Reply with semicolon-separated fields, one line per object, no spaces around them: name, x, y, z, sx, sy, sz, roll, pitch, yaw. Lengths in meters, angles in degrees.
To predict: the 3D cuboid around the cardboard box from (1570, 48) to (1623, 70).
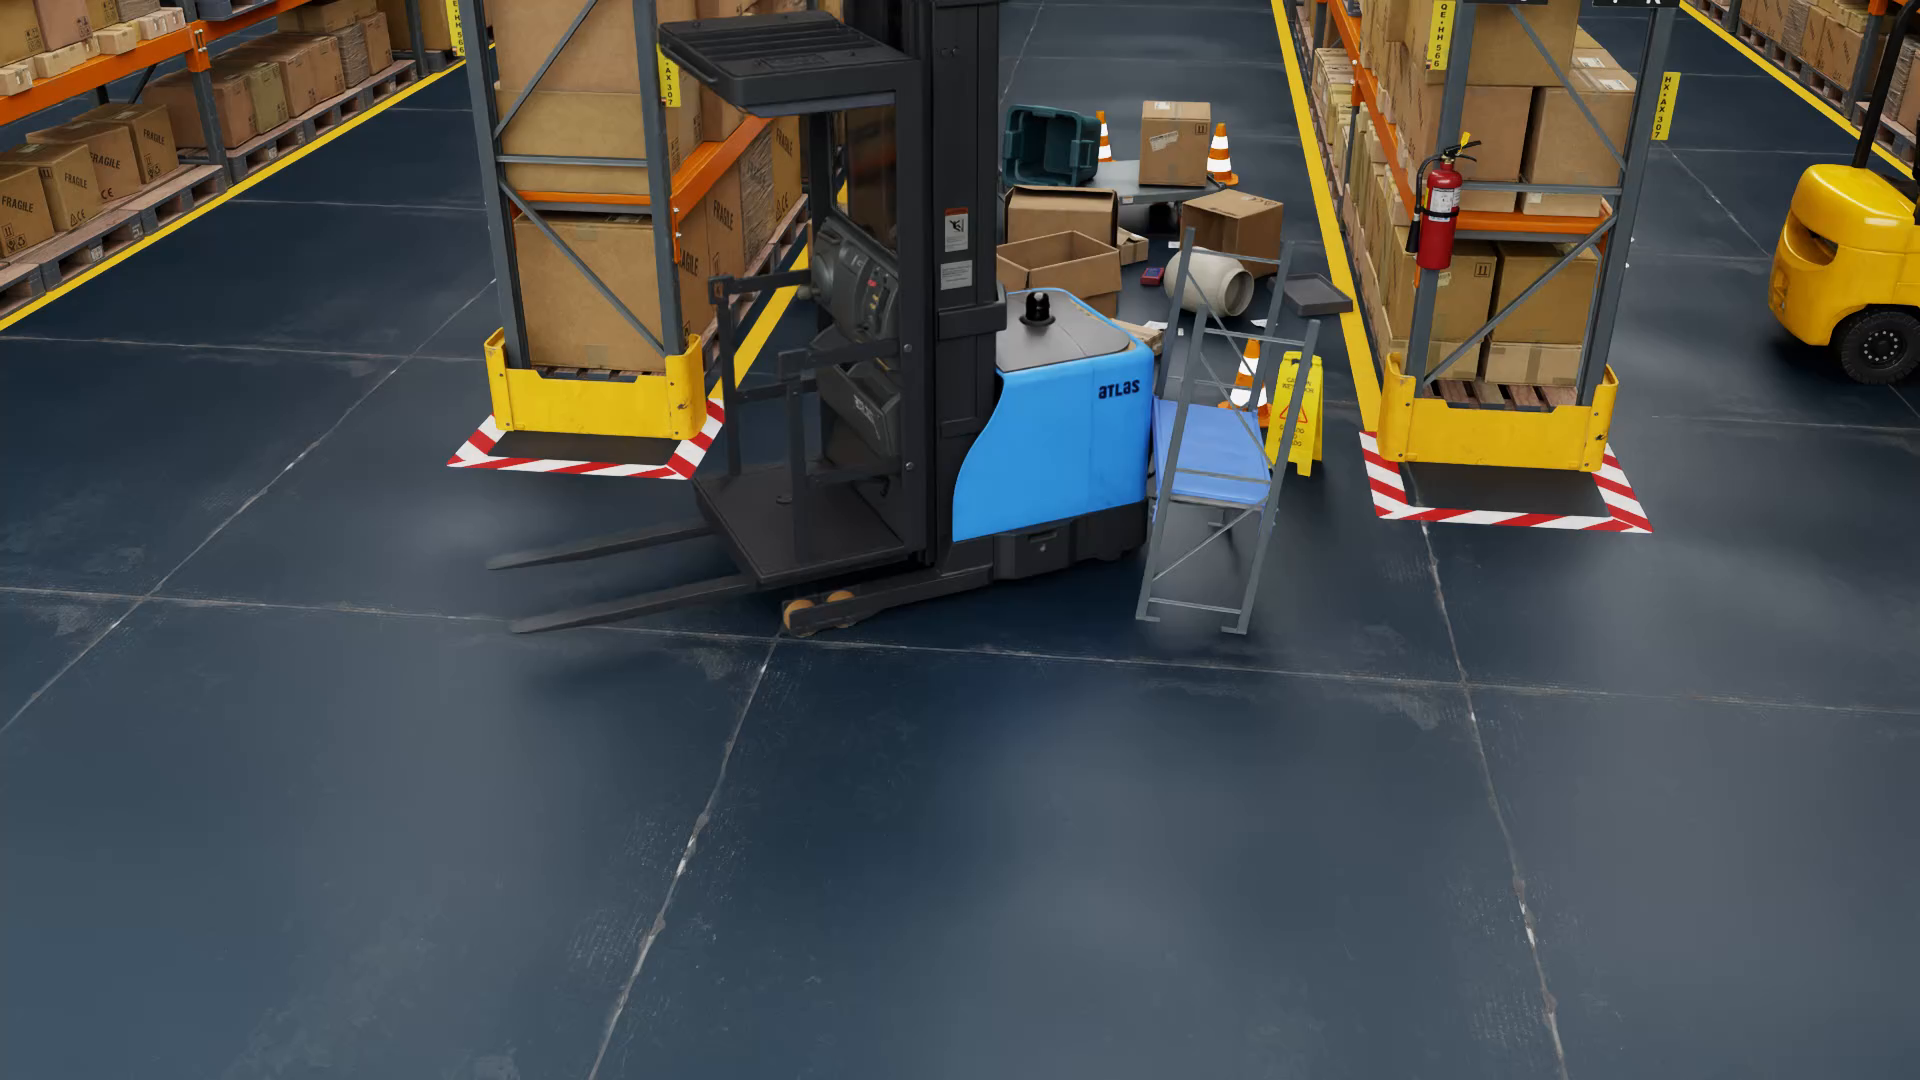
cardboard box;3.278;-2.388;9.101;0.500;0.500;0.500;4;29;8

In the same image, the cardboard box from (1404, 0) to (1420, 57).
cardboard box;2.800;-2.868;8.938;0.700;0.500;0.500;4;29;7

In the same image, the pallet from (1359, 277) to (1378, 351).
pallet;3.180;-1.523;10.855;1.003;0.211;1.213;3;28;6

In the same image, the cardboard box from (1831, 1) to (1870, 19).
cardboard box;8.679;-5.110;16.081;0.380;0.149;0.250;2;28;5

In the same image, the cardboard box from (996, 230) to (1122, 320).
cardboard box;0.587;-1.637;10.758;0.797;0.503;0.637;-17;33;-29

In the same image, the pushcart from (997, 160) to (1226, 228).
pushcart;1.106;-2.599;12.677;1.648;0.377;0.936;-6;29;-11

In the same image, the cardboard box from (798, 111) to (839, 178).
cardboard box;-1.564;-3.377;13.285;1.050;0.750;0.750;3;28;6

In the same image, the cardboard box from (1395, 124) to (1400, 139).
cardboard box;2.805;-2.446;9.892;0.380;0.149;0.250;3;28;6

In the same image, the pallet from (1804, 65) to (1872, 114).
pallet;8.920;-4.363;16.125;1.003;0.211;1.213;3;28;6

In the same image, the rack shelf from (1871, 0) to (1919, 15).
rack shelf;8.546;-3.983;13.239;1.077;0.370;4.000;3;28;6

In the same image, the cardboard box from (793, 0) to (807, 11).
cardboard box;-1.584;-3.777;11.939;0.875;0.550;0.550;3;28;6

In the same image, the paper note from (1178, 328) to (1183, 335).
paper note;1.425;-1.344;10.734;0.032;0.001;0.123;3;28;6

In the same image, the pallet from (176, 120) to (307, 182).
pallet;-6.367;-3.360;14.264;1.003;0.211;1.213;3;28;6

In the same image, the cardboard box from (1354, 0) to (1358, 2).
cardboard box;3.209;-4.224;12.750;0.380;0.149;0.250;3;28;5

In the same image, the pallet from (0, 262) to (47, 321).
pallet;-6.807;-1.526;10.861;1.003;0.211;1.213;3;28;6

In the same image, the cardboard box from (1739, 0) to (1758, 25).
cardboard box;8.999;-5.994;18.405;0.500;0.500;0.500;5;29;8

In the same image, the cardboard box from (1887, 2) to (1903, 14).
cardboard box;9.175;-5.084;16.032;0.380;0.149;0.250;4;29;7

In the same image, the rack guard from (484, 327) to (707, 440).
rack guard;-2.044;-0.890;9.375;1.175;0.500;0.348;3;28;6

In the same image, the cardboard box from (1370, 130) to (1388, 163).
cardboard box;2.868;-2.549;10.800;0.380;0.149;0.250;5;29;9

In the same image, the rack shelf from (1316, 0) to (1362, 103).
rack shelf;3.620;-4.270;13.771;1.077;0.370;4.000;3;28;6

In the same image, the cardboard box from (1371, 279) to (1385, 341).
cardboard box;2.788;-1.376;10.098;0.500;0.250;0.500;3;29;6

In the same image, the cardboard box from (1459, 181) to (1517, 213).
cardboard box;2.718;-1.840;8.767;0.380;0.149;0.250;4;29;8

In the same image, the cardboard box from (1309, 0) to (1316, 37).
cardboard box;4.255;-5.938;17.907;0.875;0.875;0.875;4;29;8

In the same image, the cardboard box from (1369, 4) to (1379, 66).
cardboard box;3.006;-3.391;10.963;0.500;0.500;0.500;3;28;6

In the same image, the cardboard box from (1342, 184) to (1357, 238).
cardboard box;3.034;-2.357;11.919;0.500;0.250;0.500;2;28;4

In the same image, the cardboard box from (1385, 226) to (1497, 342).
cardboard box;2.724;-1.459;9.461;0.500;0.500;0.500;4;29;7

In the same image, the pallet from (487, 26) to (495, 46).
pallet;-5.647;-5.815;18.822;1.003;0.211;1.213;3;28;6

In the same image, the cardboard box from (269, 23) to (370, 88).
cardboard box;-6.088;-4.618;15.832;0.700;0.500;0.500;1;28;2

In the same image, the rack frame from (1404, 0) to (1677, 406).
rack frame;2.884;-1.762;8.358;1.000;3.000;0.127;3;28;6

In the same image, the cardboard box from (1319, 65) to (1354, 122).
cardboard box;3.703;-3.943;14.733;0.950;0.372;0.625;3;28;5

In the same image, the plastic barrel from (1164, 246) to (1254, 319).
plastic barrel;1.635;-1.688;10.937;0.421;0.421;0.512;-24;36;-37

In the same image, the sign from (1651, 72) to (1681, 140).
sign;3.423;-2.112;8.094;0.100;0.325;0.005;3;28;6

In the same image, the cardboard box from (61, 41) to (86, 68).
cardboard box;-6.398;-3.406;11.675;0.380;0.149;0.250;3;28;6

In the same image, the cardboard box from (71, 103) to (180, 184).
cardboard box;-6.550;-3.119;13.070;0.500;0.500;0.500;3;28;5

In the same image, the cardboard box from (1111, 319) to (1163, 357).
cardboard box;1.040;-1.241;10.397;0.380;0.149;0.250;20;34;32

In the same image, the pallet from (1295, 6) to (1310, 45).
pallet;4.335;-5.815;18.822;1.003;0.211;1.213;3;28;6

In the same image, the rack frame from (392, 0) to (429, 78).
rack frame;-5.971;-6.104;16.417;1.000;3.000;0.127;3;28;6

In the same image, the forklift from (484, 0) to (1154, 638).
forklift;-0.653;-1.140;7.275;3.031;2.935;1.130;-12;31;-21

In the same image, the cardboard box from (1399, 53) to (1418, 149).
cardboard box;2.743;-2.444;9.205;0.500;0.500;0.500;3;29;6

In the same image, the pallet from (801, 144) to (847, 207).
pallet;-1.531;-3.025;13.642;1.003;0.211;1.213;3;28;6

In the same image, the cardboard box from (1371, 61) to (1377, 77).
cardboard box;3.038;-3.283;11.446;0.380;0.149;0.250;4;29;8

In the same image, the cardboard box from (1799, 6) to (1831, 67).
cardboard box;8.763;-5.018;16.595;0.500;0.500;0.500;5;29;8

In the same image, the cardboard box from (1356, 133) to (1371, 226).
cardboard box;2.980;-2.435;11.272;0.500;0.500;0.500;4;29;8

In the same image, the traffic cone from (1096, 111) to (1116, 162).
traffic cone;1.180;-3.388;14.050;0.336;0.463;0.334;3;28;6

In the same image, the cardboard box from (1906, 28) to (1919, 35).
cardboard box;9.121;-4.508;15.647;0.500;0.500;0.500;4;29;8

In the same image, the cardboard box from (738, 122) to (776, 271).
cardboard box;-1.804;-2.418;11.373;0.875;0.875;0.875;4;29;7

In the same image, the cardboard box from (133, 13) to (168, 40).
cardboard box;-6.235;-3.875;12.544;0.380;0.149;0.250;3;28;6

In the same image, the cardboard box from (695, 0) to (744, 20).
cardboard box;-1.777;-3.236;9.797;0.875;0.550;0.550;3;28;6

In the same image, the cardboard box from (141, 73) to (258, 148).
cardboard box;-6.364;-3.602;13.945;0.700;0.500;0.500;1;28;2

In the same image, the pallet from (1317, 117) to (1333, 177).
pallet;3.615;-3.360;14.264;1.003;0.211;1.213;3;28;6

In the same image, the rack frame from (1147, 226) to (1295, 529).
rack frame;1.199;-0.750;8.003;0.500;1.500;0.032;8;29;0

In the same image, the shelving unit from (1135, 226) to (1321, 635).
shelving unit;1.162;-0.510;7.557;0.538;1.500;1.048;8;29;0

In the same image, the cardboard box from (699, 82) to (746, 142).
cardboard box;-1.801;-2.762;10.056;0.875;0.550;0.550;3;28;6

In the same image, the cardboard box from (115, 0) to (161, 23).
cardboard box;-6.577;-4.188;12.441;0.875;0.500;0.500;3;28;6
